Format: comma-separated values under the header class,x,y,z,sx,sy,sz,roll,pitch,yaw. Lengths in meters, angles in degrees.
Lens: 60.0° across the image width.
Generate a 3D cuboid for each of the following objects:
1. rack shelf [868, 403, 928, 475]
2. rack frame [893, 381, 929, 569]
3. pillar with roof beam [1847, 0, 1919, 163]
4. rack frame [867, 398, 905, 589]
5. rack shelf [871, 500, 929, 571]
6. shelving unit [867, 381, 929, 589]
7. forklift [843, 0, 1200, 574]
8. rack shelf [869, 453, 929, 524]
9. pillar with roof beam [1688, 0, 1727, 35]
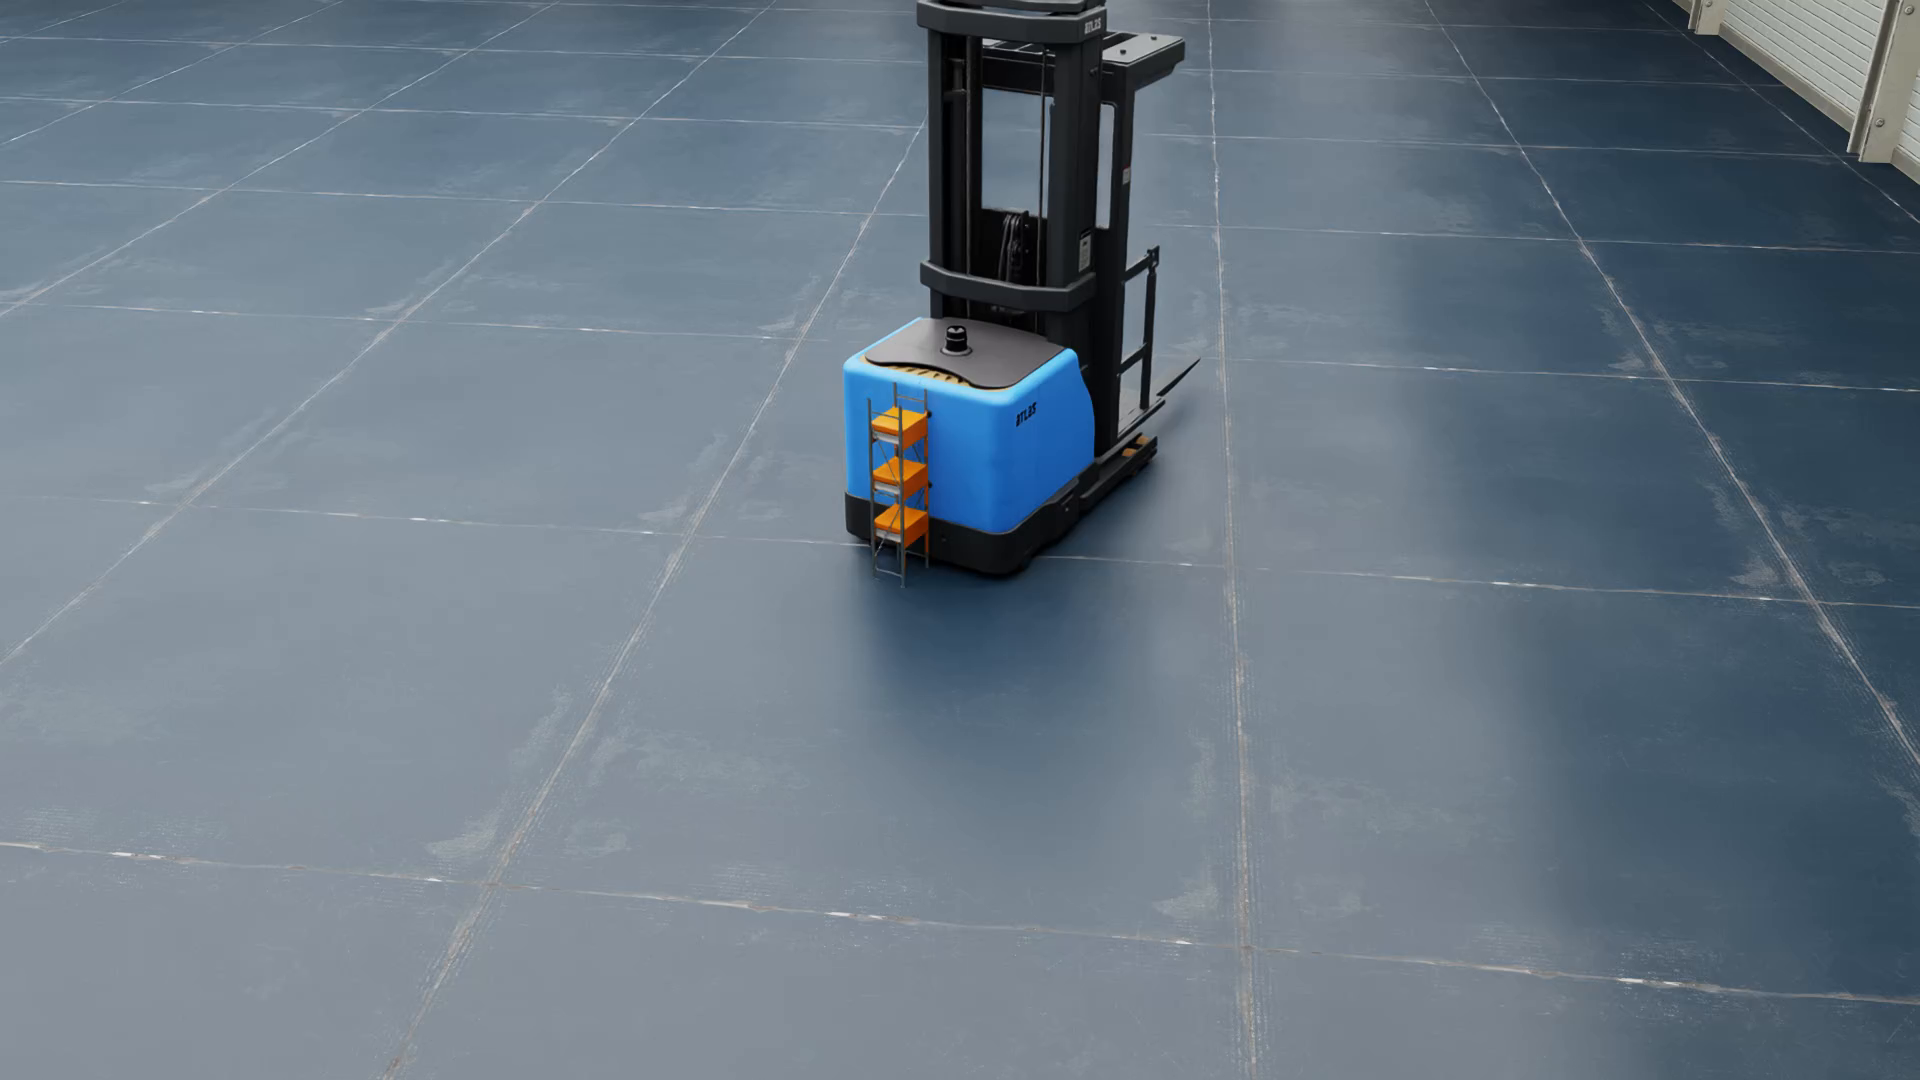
class,x,y,z,sx,sy,sz,roll,pitch,yaw
rack shelf,-0.316,-0.520,8.532,0.215,0.259,0.240,15,32,26
rack frame,-0.254,-0.329,8.754,0.200,1.050,0.008,15,32,26
pillar with roof beam,4.570,-7.934,14.489,9.100,9.000,0.400,3,28,6
rack frame,-0.377,-0.229,8.568,0.200,1.050,0.008,15,32,26
rack shelf,-0.316,-0.025,8.798,0.215,0.259,0.240,15,32,26
shelving unit,-0.316,-0.279,8.661,0.215,1.050,0.252,15,32,26
forklift,0.544,-1.774,9.453,1.130,2.935,3.031,15,32,26
rack shelf,-0.316,-0.270,8.666,0.215,0.259,0.240,15,32,26
pillar with roof beam,5.305,-10.758,19.732,9.100,9.000,0.400,3,28,6
